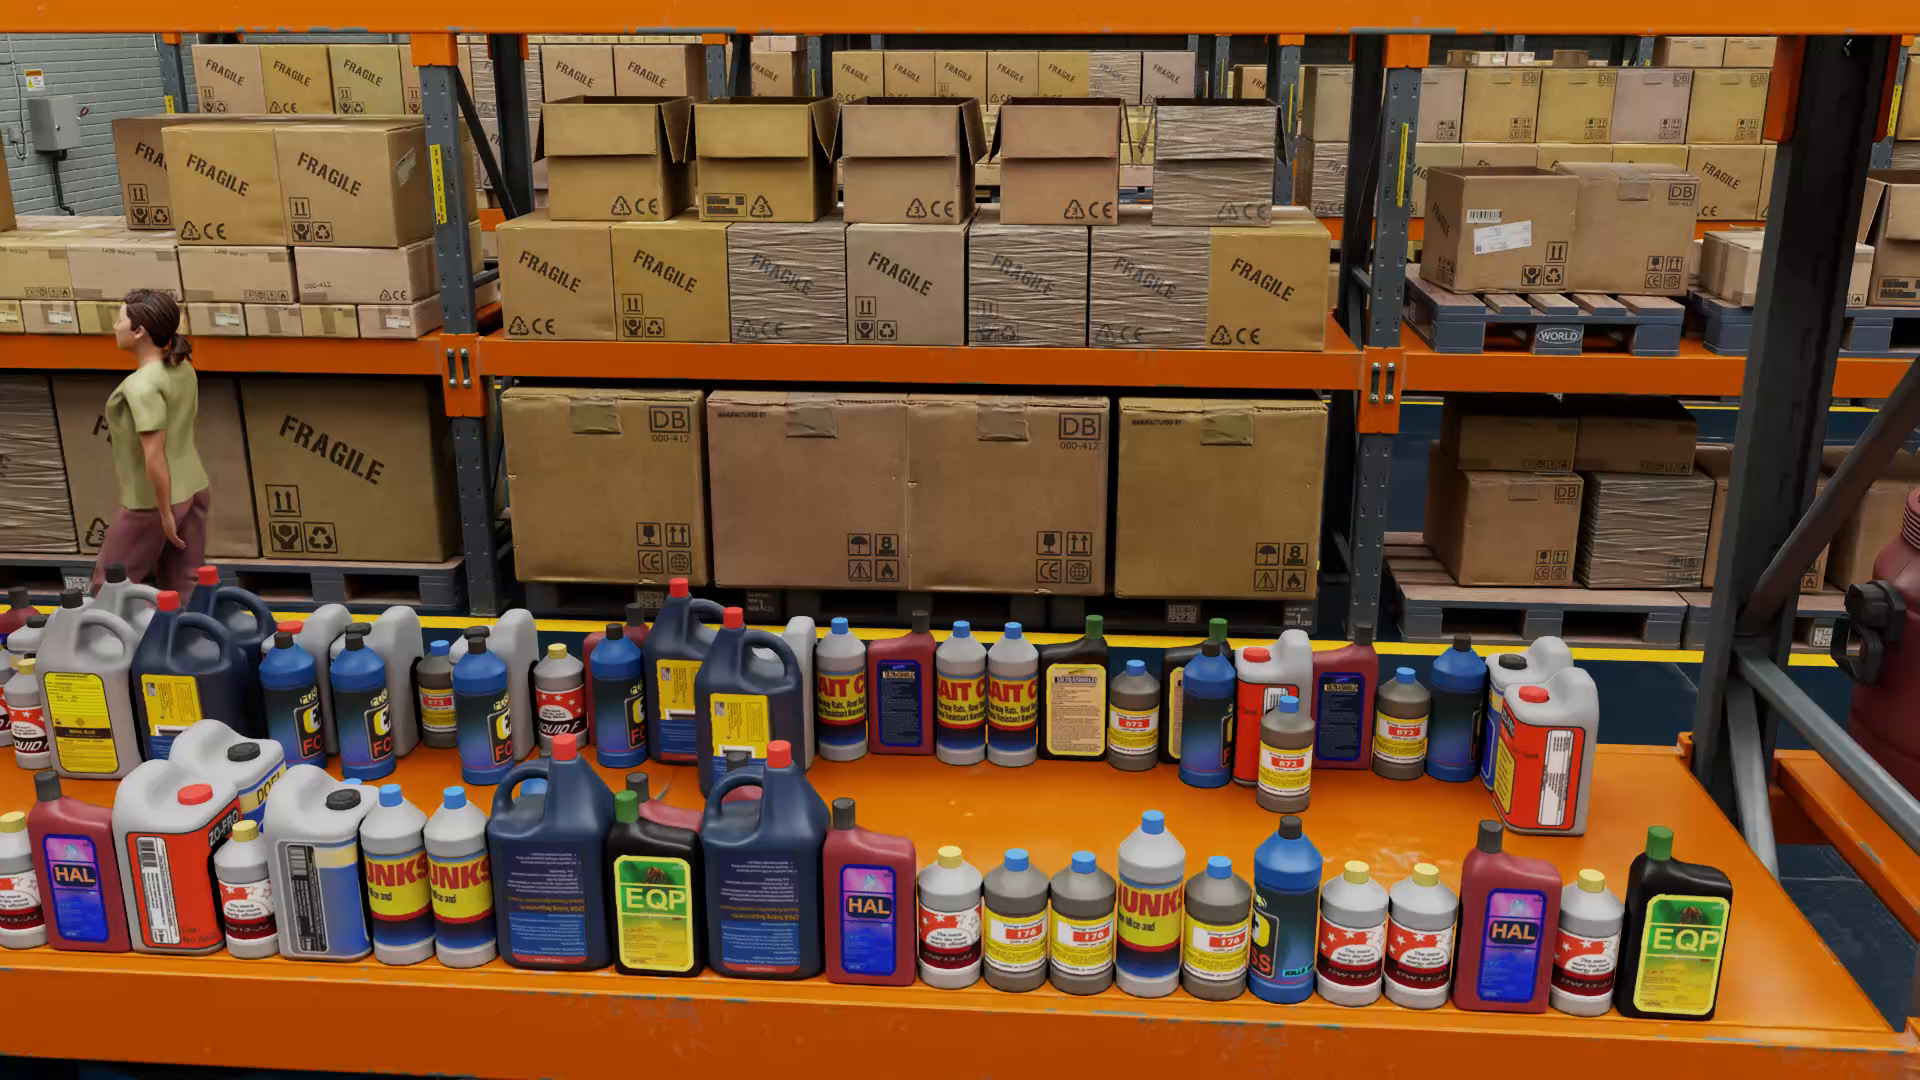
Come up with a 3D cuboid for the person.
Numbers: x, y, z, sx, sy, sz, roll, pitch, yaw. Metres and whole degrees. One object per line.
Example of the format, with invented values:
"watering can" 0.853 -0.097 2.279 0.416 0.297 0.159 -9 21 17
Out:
"person" -3.083 -0.140 6.432 0.476 1.656 0.444 2 18 5
